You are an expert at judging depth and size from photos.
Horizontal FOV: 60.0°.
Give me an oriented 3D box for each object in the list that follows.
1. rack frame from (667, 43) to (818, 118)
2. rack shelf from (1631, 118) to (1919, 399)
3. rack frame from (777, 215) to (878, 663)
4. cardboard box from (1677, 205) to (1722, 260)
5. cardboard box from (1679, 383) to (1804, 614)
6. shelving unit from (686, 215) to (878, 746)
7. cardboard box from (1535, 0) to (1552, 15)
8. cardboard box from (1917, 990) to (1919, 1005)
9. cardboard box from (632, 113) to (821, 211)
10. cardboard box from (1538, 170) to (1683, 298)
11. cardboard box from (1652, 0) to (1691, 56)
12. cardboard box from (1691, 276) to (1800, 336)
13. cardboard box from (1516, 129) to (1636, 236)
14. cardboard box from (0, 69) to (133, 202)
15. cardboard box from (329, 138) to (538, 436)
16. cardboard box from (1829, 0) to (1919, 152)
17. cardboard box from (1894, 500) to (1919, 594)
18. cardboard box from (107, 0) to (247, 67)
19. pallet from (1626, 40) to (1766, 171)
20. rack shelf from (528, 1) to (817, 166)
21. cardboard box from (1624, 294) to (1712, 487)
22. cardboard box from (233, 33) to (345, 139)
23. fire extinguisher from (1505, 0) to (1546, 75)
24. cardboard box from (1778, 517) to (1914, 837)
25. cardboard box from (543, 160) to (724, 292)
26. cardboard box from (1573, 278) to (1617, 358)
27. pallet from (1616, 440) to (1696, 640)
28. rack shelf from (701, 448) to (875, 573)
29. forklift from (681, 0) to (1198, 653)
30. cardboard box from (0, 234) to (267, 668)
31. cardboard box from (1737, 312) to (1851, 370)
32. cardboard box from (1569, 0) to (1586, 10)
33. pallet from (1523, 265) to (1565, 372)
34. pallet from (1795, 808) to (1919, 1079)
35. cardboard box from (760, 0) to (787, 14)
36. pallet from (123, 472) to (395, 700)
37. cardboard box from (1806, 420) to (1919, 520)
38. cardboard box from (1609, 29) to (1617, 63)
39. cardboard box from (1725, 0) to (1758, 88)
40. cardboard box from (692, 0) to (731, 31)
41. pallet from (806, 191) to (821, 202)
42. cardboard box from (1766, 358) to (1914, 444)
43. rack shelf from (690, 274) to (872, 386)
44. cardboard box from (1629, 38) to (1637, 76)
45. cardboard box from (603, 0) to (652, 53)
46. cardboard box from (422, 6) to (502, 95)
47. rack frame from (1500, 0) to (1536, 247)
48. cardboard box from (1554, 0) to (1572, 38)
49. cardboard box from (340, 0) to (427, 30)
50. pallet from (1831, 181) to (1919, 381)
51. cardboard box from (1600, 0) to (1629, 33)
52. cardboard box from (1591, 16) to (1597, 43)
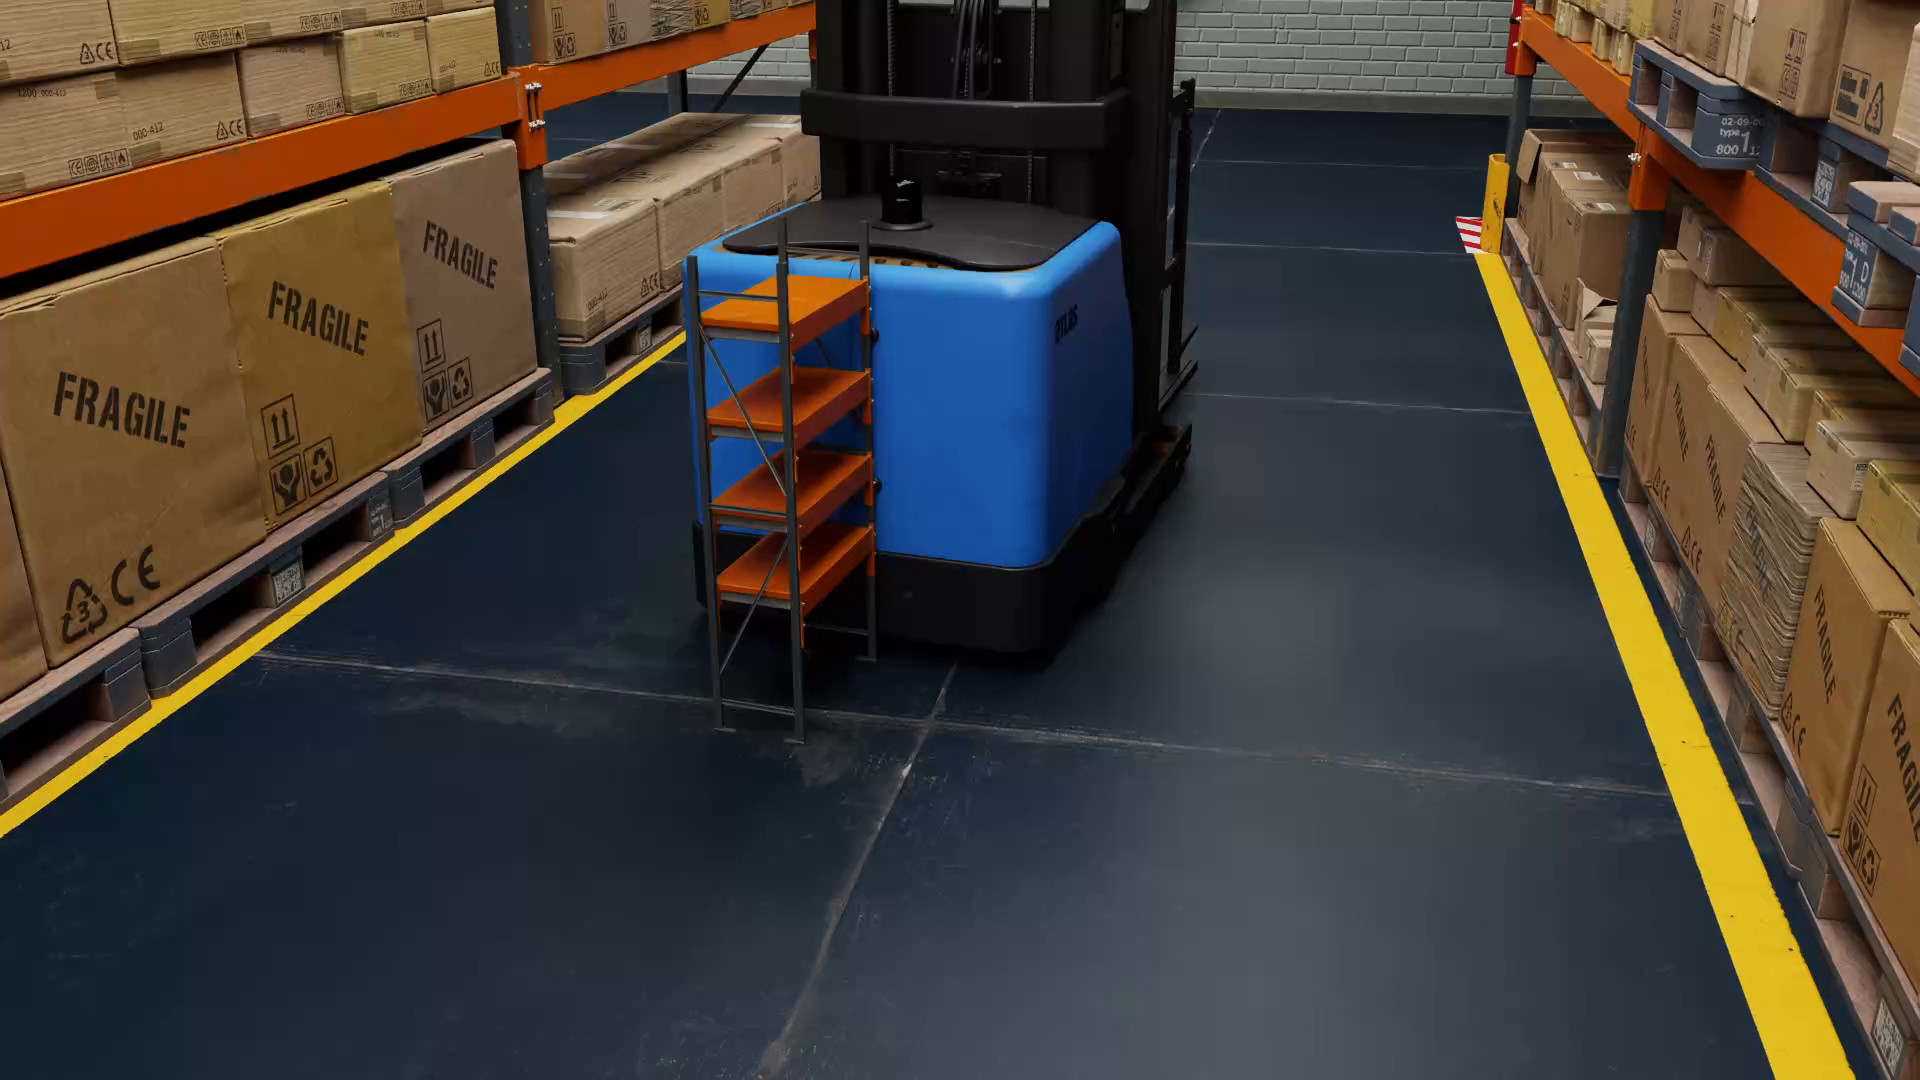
[{"bbox_3d":[-1.288,-3.430,9.854,1.000,3.000,0.127,4,22,11],"label":"rack frame"},{"bbox_3d":[2.348,-0.525,3.604,1.077,0.370,4.000,4,22,11],"label":"rack shelf"},{"bbox_3d":[-0.341,-0.239,4.341,0.240,1.200,0.015,7,23,17],"label":"rack frame"},{"bbox_3d":[2.481,-0.948,5.210,0.380,0.149,0.250,4,22,10],"label":"cardboard box"},{"bbox_3d":[2.232,-0.088,4.340,0.500,0.500,0.500,4,22,9],"label":"cardboard box"},{"bbox_3d":[-0.419,-0.153,4.127,0.258,1.200,0.503,7,23,17],"label":"shelving unit"},{"bbox_3d":[3.236,-2.837,8.718,0.380,0.149,0.250,4,22,11],"label":"cardboard box"},{"bbox_3d":[1.815,0.667,2.466,0.500,0.500,0.500,5,22,12],"label":"cardboard box"},{"bbox_3d":[-1.325,-2.187,9.636,0.875,0.438,0.875,4,22,9],"label":"cardboard box"},{"bbox_3d":[2.936,-1.376,7.539,0.500,0.500,0.500,5,22,12],"label":"cardboard box"},{"bbox_3d":[2.438,-1.671,4.792,0.700,0.500,0.500,5,22,12],"label":"cardboard box"},{"bbox_3d":[2.441,-0.708,5.011,0.380,0.149,0.250,4,22,9],"label":"cardboard box"},{"bbox_3d":[3.354,-1.873,8.768,0.797,0.503,0.637,4,22,9],"label":"cardboard box"},{"bbox_3d":[-2.374,-0.975,3.959,0.500,0.250,0.500,5,23,13],"label":"cardboard box"},{"bbox_3d":[-2.152,-0.943,5.962,0.875,0.875,0.875,5,23,13],"label":"cardboard box"},{"bbox_3d":[2.092,-0.981,3.073,0.797,0.503,0.637,4,22,10],"label":"cardboard box"},{"bbox_3d":[2.013,0.049,3.133,0.380,0.149,0.250,5,22,12],"label":"cardboard box"},{"bbox_3d":[-2.239,-1.387,4.315,0.500,0.250,0.500,5,22,12],"label":"cardboard box"},{"bbox_3d":[2.486,-1.217,4.616,1.003,0.211,1.213,4,22,11],"label":"pallet"},{"bbox_3d":[-1.696,-2.364,8.172,1.077,0.370,4.000,4,22,11],"label":"rack shelf"},{"bbox_3d":[2.437,-0.465,5.277,0.500,0.500,0.500,5,23,13],"label":"cardboard box"},{"bbox_3d":[-2.176,-1.345,4.878,0.500,0.250,0.500,4,22,9],"label":"cardboard box"},{"bbox_3d":[3.150,-2.933,9.223,0.296,0.674,0.183,4,22,11],"label":"fire extinguisher"},{"bbox_3d":[2.032,0.293,3.395,0.500,0.500,0.500,5,23,13],"label":"cardboard box"},{"bbox_3d":[-1.689,-1.522,7.985,0.875,0.438,0.875,4,22,9],"label":"cardboard box"},{"bbox_3d":[2.655,-0.873,6.604,0.396,0.266,0.258,5,23,13],"label":"cardboard box"},{"bbox_3d":[2.627,0.004,5.061,1.003,0.211,1.213,4,22,11],"label":"pallet"},{"bbox_3d":[-0.419,-0.090,4.152,0.258,0.148,0.480,7,23,17],"label":"rack shelf"},{"bbox_3d":[0.200,-1.581,5.355,1.130,2.935,3.031,7,23,17],"label":"forklift"},{"bbox_3d":[-2.512,-0.285,4.329,0.875,0.875,0.875,5,22,12],"label":"cardboard box"},{"bbox_3d":[2.357,-0.512,4.525,0.380,0.149,0.250,4,22,10],"label":"cardboard box"},{"bbox_3d":[2.929,-2.417,7.142,0.500,0.250,0.500,4,22,10],"label":"cardboard box"},{"bbox_3d":[3.144,-0.995,7.541,1.003,0.211,1.213,4,22,11],"label":"pallet"},{"bbox_3d":[2.129,0.897,2.845,1.003,0.211,1.213,4,22,11],"label":"pallet"},{"bbox_3d":[-1.245,-3.097,8.894,0.500,0.500,0.500,4,22,10],"label":"cardboard box"},{"bbox_3d":[-2.435,0.062,4.917,1.003,0.211,1.213,4,22,11],"label":"pallet"},{"bbox_3d":[2.090,-0.146,3.616,0.380,0.149,0.250,3,22,8],"label":"cardboard box"},{"bbox_3d":[2.715,-1.897,6.384,0.380,0.149,0.250,5,22,12],"label":"cardboard box"},{"bbox_3d":[2.097,-1.243,4.043,0.396,0.266,0.258,6,23,14],"label":"cardboard box"},{"bbox_3d":[-1.433,-2.718,7.954,0.500,0.500,0.500,5,22,13],"label":"cardboard box"},{"bbox_3d":[-1.375,-1.838,9.634,1.003,0.211,1.213,4,22,11],"label":"pallet"},{"bbox_3d":[2.217,-0.333,4.080,0.380,0.149,0.250,5,23,13],"label":"cardboard box"},{"bbox_3d":[-0.419,-0.517,3.980,0.258,0.148,0.480,7,23,17],"label":"rack shelf"},{"bbox_3d":[2.605,-1.706,5.910,0.380,0.149,0.250,5,22,12],"label":"cardboard box"},{"bbox_3d":[-1.645,-2.348,7.036,0.500,0.500,0.500,5,22,11],"label":"cardboard box"},{"bbox_3d":[-1.949,-1.714,5.795,0.500,0.250,0.500,4,22,10],"label":"cardboard box"},{"bbox_3d":[3.572,-3.053,8.918,1.000,3.000,0.127,4,22,11],"label":"rack frame"},{"bbox_3d":[2.925,-2.369,7.558,0.380,0.149,0.250,4,22,9],"label":"cardboard box"},{"bbox_3d":[-2.051,-1.766,5.255,0.500,0.250,0.500,5,22,12],"label":"cardboard box"},{"bbox_3d":[2.009,-0.291,2.318,1.213,0.211,1.003,4,22,11],"label":"pallet"},{"bbox_3d":[2.709,-2.047,6.224,0.500,0.250,0.500,5,22,11],"label":"cardboard box"},{"bbox_3d":[2.906,-2.172,7.068,0.380,0.149,0.250,4,22,11],"label":"cardboard box"}]
